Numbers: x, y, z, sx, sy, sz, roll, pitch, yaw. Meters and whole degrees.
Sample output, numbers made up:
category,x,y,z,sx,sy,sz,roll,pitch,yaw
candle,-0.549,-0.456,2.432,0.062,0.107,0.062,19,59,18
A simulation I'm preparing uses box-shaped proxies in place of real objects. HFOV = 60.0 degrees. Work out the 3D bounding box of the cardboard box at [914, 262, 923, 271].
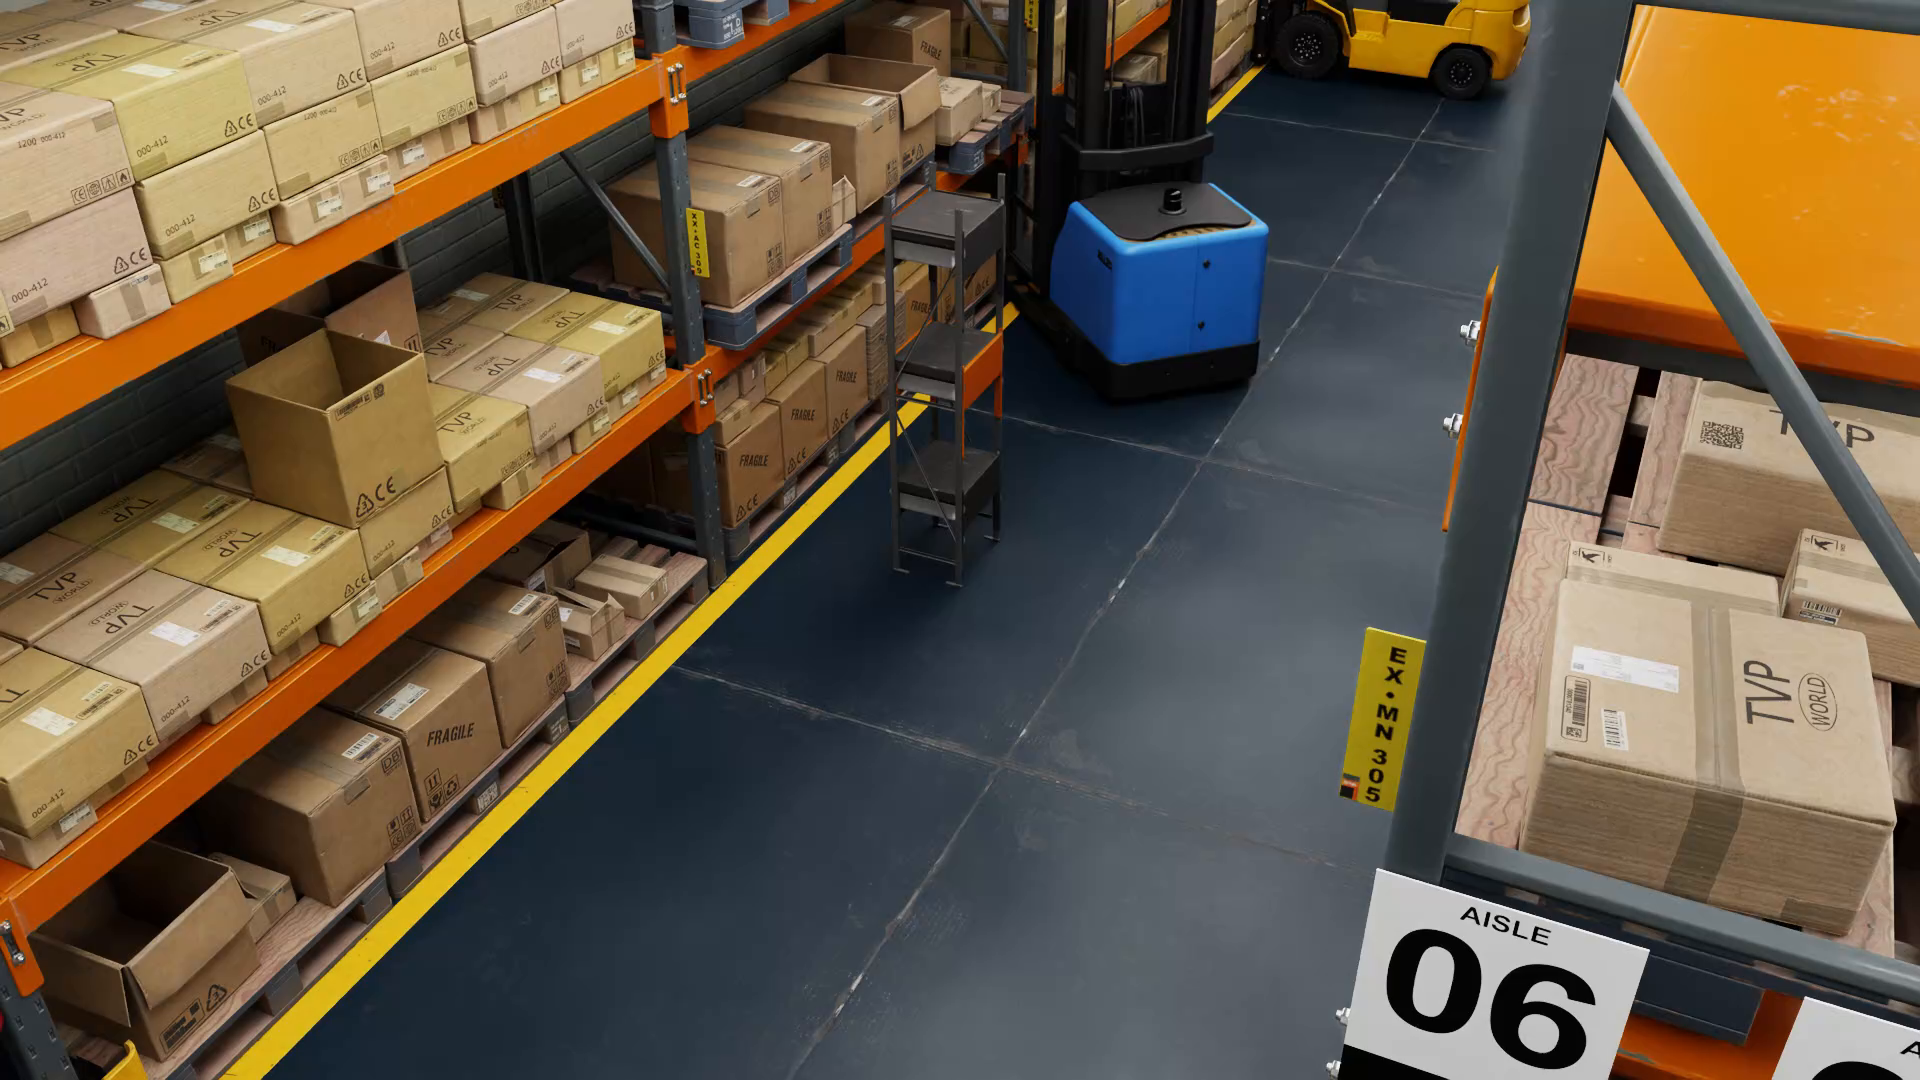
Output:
category,x,y,z,sx,sy,sz,roll,pitch,yaw
cardboard box,-0.403,-1.836,10.488,0.380,0.149,0.250,15,36,22

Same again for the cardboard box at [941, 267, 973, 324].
category,x,y,z,sx,sy,sz,roll,pitch,yaw
cardboard box,-0.239,-1.747,10.944,0.500,0.500,0.500,14,36,20

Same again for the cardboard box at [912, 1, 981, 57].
category,x,y,z,sx,sy,sz,roll,pitch,yaw
cardboard box,-0.103,-3.557,11.489,0.500,0.250,0.500,15,36,22

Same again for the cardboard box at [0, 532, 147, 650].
category,x,y,z,sx,sy,sz,roll,pitch,yaw
cardboard box,-3.217,0.253,5.863,0.500,0.250,0.500,14,36,21

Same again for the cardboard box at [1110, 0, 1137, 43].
category,x,y,z,sx,sy,sz,roll,pitch,yaw
cardboard box,1.012,-3.991,12.607,0.500,0.250,0.500,15,36,22

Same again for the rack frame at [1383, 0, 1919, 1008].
category,x,y,z,sx,sy,sz,roll,pitch,yaw
rack frame,1.125,-0.511,1.691,1.000,3.000,0.127,14,36,20

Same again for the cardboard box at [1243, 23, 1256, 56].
category,x,y,z,sx,sy,sz,roll,pitch,yaw
cardboard box,2.538,-4.822,15.862,0.500,0.250,0.500,15,36,21

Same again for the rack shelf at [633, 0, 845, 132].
category,x,y,z,sx,sy,sz,roll,pitch,yaw
rack shelf,-0.875,-3.081,9.002,1.077,0.370,4.000,14,36,20

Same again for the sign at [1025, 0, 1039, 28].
category,x,y,z,sx,sy,sz,roll,pitch,yaw
sign,0.459,-3.455,10.668,0.100,0.325,0.005,14,36,20

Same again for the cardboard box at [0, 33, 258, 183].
category,x,y,z,sx,sy,sz,roll,pitch,yaw
cardboard box,-2.544,-1.330,5.085,0.500,0.250,0.500,14,36,20

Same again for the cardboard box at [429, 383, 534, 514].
category,x,y,z,sx,sy,sz,roll,pitch,yaw
cardboard box,-2.120,-0.385,6.836,0.500,0.250,0.500,14,36,20

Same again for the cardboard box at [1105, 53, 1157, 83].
category,x,y,z,sx,sy,sz,roll,pitch,yaw
cardboard box,1.096,-3.651,13.734,0.875,0.625,0.625,14,36,20

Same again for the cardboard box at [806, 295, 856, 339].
category,x,y,z,sx,sy,sz,roll,pitch,yaw
cardboard box,-0.830,-1.315,9.694,0.380,0.149,0.250,15,36,22

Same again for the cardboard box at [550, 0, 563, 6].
category,x,y,z,sx,sy,sz,roll,pitch,yaw
cardboard box,-1.704,-2.350,6.641,0.500,0.250,0.500,14,36,21

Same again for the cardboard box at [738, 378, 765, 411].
category,x,y,z,sx,sy,sz,roll,pitch,yaw
cardboard box,-1.274,-0.806,8.918,0.380,0.149,0.250,13,35,19

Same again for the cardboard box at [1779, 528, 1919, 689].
category,x,y,z,sx,sy,sz,roll,pitch,yaw
cardboard box,1.789,0.142,3.186,0.380,0.149,0.250,16,36,22

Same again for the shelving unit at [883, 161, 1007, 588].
category,x,y,z,sx,sy,sz,roll,pitch,yaw
shelving unit,-0.069,-0.796,8.417,0.431,2.100,0.503,14,36,20

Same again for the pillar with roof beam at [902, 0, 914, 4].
category,x,y,z,sx,sy,sz,roll,pitch,yaw
pillar with roof beam,3.599,-5.501,9.301,9.100,9.000,0.400,14,36,20

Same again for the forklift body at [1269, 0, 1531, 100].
category,x,y,z,sx,sy,sz,roll,pitch,yaw
forklift body,4.173,-5.390,15.377,2.313,2.155,1.214,14,36,20

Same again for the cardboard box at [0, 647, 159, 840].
category,x,y,z,sx,sy,sz,roll,pitch,yaw
cardboard box,-2.951,0.635,5.280,0.500,0.250,0.500,14,36,21

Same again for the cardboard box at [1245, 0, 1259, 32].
category,x,y,z,sx,sy,sz,roll,pitch,yaw
cardboard box,2.548,-5.020,15.707,0.500,0.250,0.500,14,36,20

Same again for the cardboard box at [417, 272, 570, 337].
category,x,y,z,sx,sy,sz,roll,pitch,yaw
cardboard box,-2.164,-1.008,7.786,0.500,0.250,0.500,14,36,20

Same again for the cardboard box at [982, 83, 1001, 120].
category,x,y,z,sx,sy,sz,roll,pitch,yaw
cardboard box,0.036,-2.779,10.467,0.380,0.149,0.250,15,36,21

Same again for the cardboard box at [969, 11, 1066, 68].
category,x,y,z,sx,sy,sz,roll,pitch,yaw
cardboard box,0.392,-3.429,11.294,0.500,0.250,0.500,14,36,20

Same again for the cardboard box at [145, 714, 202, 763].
category,x,y,z,sx,sy,sz,roll,pitch,yaw
cardboard box,-2.856,0.589,5.714,0.380,0.149,0.250,14,36,20

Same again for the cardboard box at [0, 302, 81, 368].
category,x,y,z,sx,sy,sz,roll,pitch,yaw
cardboard box,-2.832,-0.654,4.875,0.380,0.149,0.250,14,36,21

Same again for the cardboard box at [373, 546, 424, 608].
category,x,y,z,sx,sy,sz,roll,pitch,yaw
cardboard box,-2.323,0.099,6.461,0.380,0.149,0.250,15,36,22

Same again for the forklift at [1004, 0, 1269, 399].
category,x,y,z,sx,sy,sz,roll,pitch,yaw
forklift,0.920,-2.899,10.866,1.130,2.935,3.031,-11,35,-16

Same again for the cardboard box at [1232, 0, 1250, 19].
category,x,y,z,sx,sy,sz,roll,pitch,yaw
cardboard box,2.346,-4.981,15.192,0.500,0.250,0.500,14,36,21

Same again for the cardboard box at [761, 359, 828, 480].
category,x,y,z,sx,sy,sz,roll,pitch,yaw
cardboard box,-1.091,-0.718,9.375,0.500,0.500,0.500,14,36,20

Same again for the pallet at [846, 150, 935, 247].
category,x,y,z,sx,sy,sz,roll,pitch,yaw
pallet,-0.847,-2.074,9.721,1.003,0.211,1.213,14,36,20

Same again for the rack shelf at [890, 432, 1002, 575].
category,x,y,z,sx,sy,sz,roll,pitch,yaw
rack shelf,-0.069,-0.199,8.808,0.431,0.518,0.480,14,36,20

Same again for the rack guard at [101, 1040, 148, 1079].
category,x,y,z,sx,sy,sz,roll,pitch,yaw
rack guard,-3.353,1.868,5.813,1.175,0.500,0.348,14,36,20

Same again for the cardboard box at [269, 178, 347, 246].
category,x,y,z,sx,sy,sz,roll,pitch,yaw
cardboard box,-2.311,-1.135,5.608,0.380,0.149,0.250,14,36,21

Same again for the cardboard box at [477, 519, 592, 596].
category,x,y,z,sx,sy,sz,roll,pitch,yaw
cardboard box,-2.203,0.092,8.311,0.500,0.311,0.500,15,36,22

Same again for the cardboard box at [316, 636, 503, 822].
category,x,y,z,sx,sy,sz,roll,pitch,yaw
cardboard box,-2.338,0.790,7.074,0.500,0.500,0.500,15,36,21

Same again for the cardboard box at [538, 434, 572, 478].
category,x,y,z,sx,sy,sz,roll,pitch,yaw
cardboard box,-1.926,-0.416,7.246,0.380,0.149,0.250,15,36,22

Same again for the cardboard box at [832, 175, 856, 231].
category,x,y,z,sx,sy,sz,roll,pitch,yaw
cardboard box,-0.782,-1.855,8.951,0.396,0.266,0.258,16,36,23

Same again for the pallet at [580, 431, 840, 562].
category,x,y,z,sx,sy,sz,roll,pitch,yaw
pallet,-1.406,-0.379,9.504,1.003,0.211,1.213,14,36,20

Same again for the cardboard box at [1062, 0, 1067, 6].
category,x,y,z,sx,sy,sz,roll,pitch,yaw
cardboard box,0.558,-3.795,11.488,0.380,0.149,0.250,15,36,22

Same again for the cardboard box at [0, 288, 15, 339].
category,x,y,z,sx,sy,sz,roll,pitch,yaw
cardboard box,-2.951,-0.614,4.449,0.500,0.250,0.500,14,36,20

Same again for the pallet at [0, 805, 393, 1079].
category,x,y,z,sx,sy,sz,roll,pitch,yaw
pallet,-3.021,1.592,6.499,1.003,0.211,1.213,14,36,20

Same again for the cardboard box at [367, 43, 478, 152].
category,x,y,z,sx,sy,sz,roll,pitch,yaw
cardboard box,-2.119,-1.636,6.008,0.500,0.250,0.500,15,36,21

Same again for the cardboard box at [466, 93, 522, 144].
category,x,y,z,sx,sy,sz,roll,pitch,yaw
cardboard box,-1.926,-1.660,6.408,0.380,0.149,0.250,14,36,20

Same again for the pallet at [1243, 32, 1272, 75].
category,x,y,z,sx,sy,sz,roll,pitch,yaw
pallet,2.515,-4.946,16.469,1.003,0.211,1.213,14,36,20

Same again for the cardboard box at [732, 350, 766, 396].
category,x,y,z,sx,sy,sz,roll,pitch,yaw
cardboard box,-1.255,-0.915,8.813,0.380,0.149,0.250,12,35,18
